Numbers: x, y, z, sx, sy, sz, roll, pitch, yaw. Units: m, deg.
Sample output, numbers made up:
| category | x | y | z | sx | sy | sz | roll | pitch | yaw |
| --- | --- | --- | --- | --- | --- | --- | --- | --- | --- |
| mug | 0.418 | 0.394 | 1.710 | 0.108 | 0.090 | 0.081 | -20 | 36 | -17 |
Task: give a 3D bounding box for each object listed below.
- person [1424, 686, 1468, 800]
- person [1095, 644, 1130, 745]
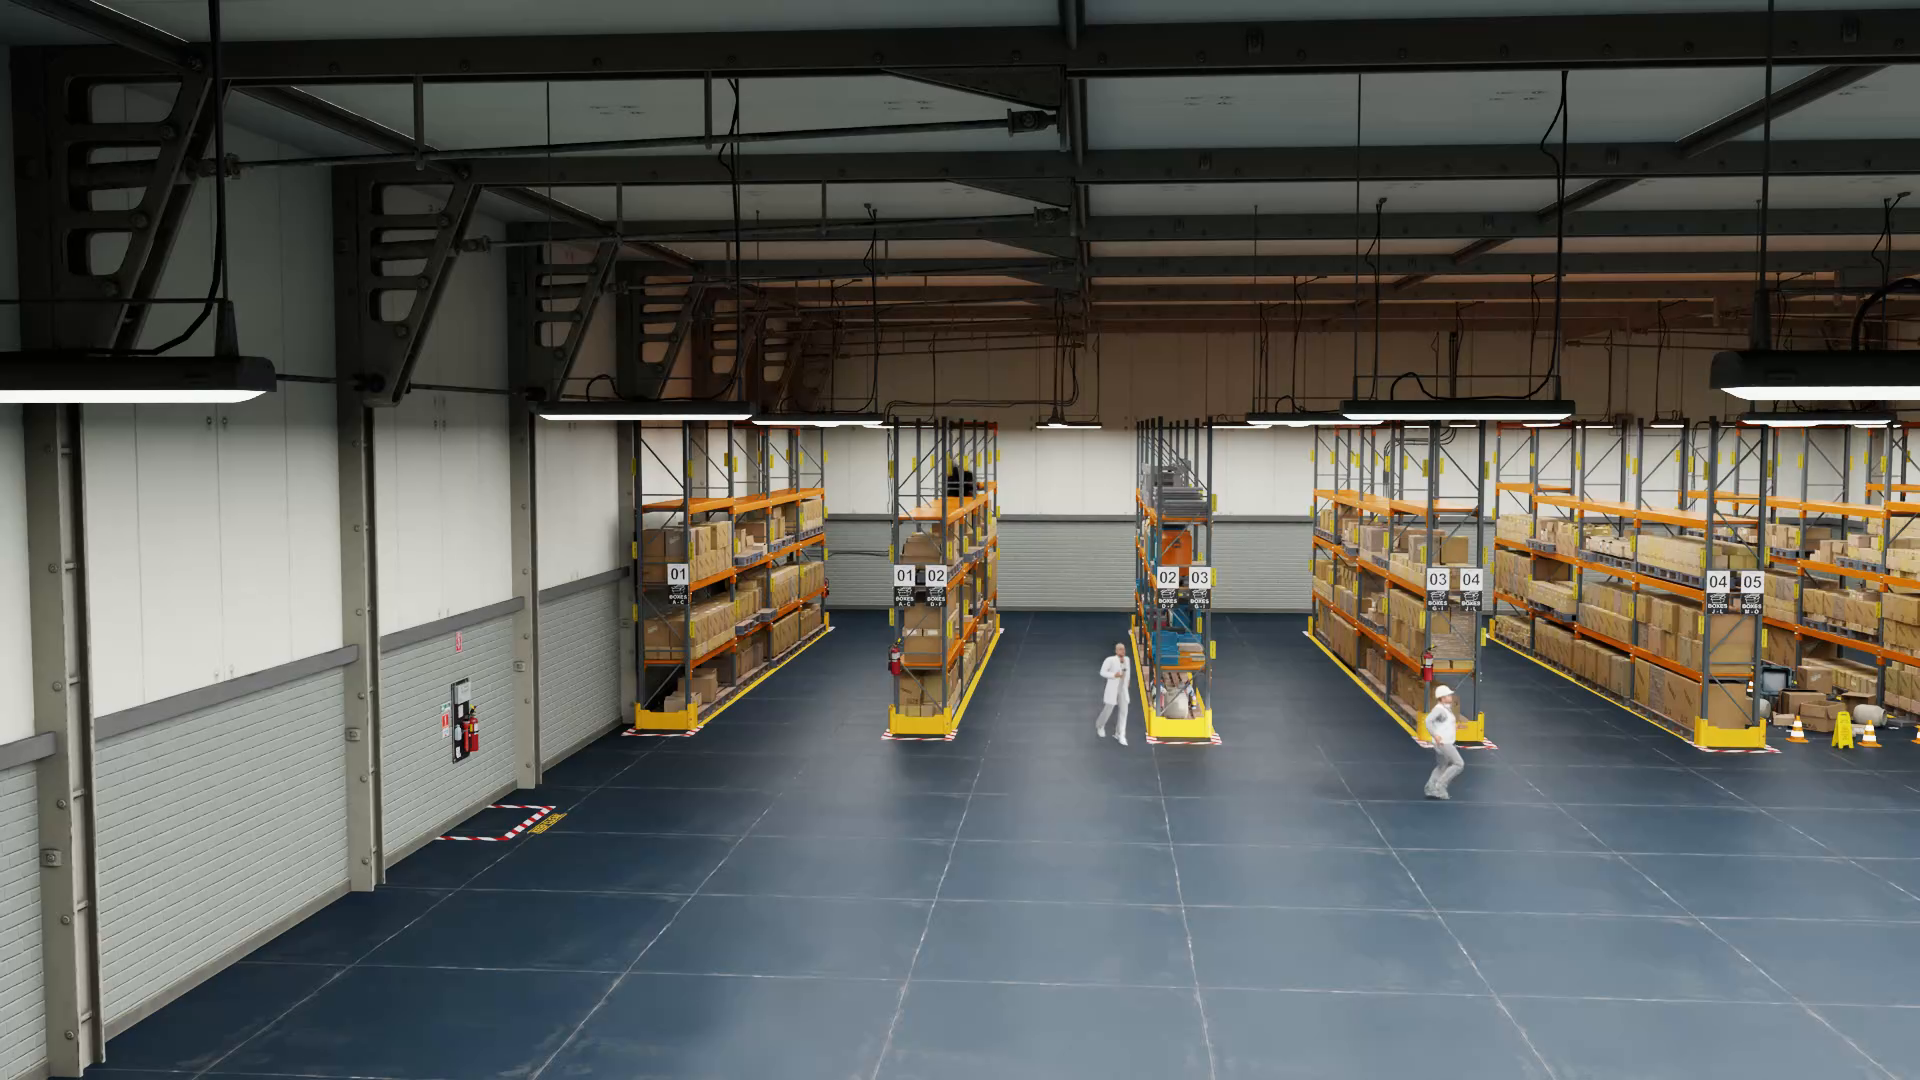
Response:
| category | x | y | z | sx | sy | sz | roll | pitch | yaw |
| --- | --- | --- | --- | --- | --- | --- | --- | --- | --- |
| person | 7.561 | 3.148 | 25.855 | 0.642 | 1.749 | 0.611 | 1 | 4 | 21 |
| person | 2.904 | 2.819 | 30.831 | 0.714 | 1.818 | 0.950 | -2 | 4 | -22 |
